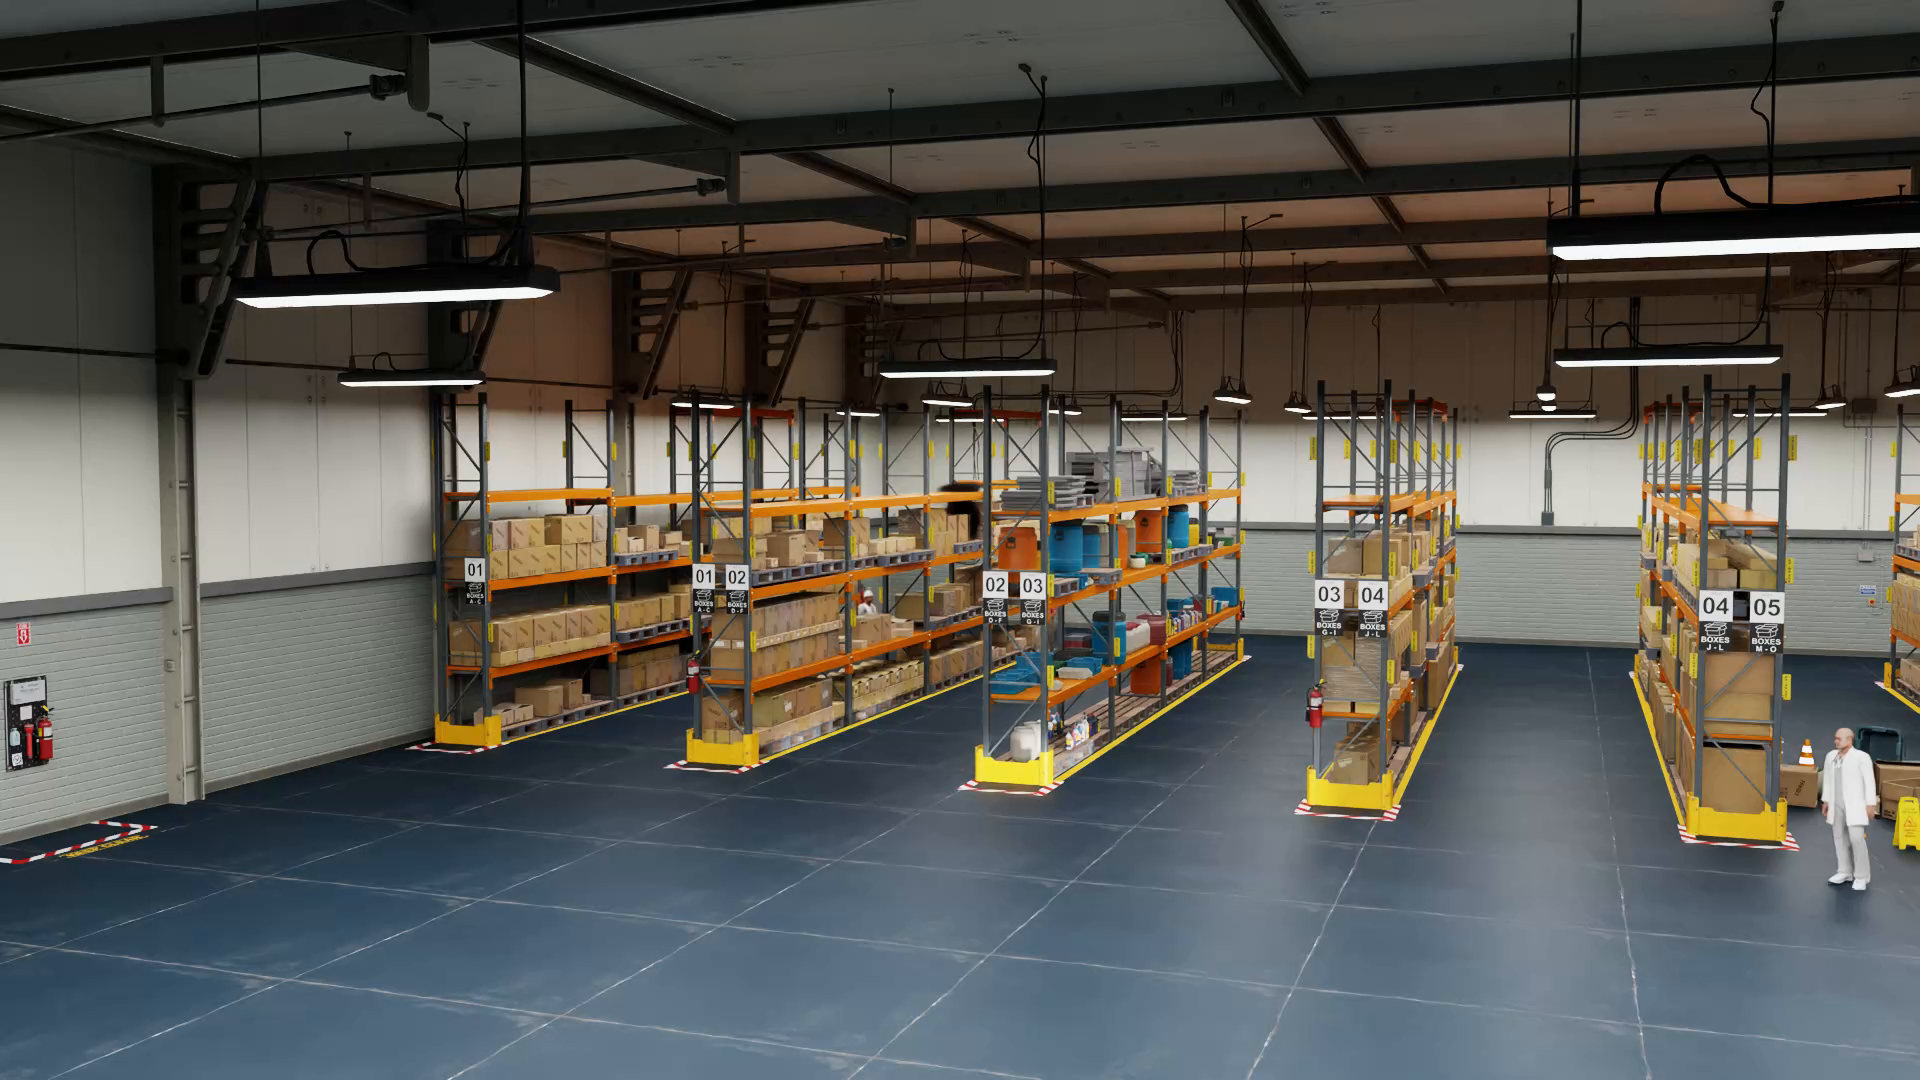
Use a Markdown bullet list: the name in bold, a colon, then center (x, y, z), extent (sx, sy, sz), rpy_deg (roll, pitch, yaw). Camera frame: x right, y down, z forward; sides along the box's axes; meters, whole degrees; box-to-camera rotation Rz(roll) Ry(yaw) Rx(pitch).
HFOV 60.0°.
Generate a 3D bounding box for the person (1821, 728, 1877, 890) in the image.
- **person**: center (10.246, 3.101, 19.256), extent (0.402, 1.834, 0.635), rpy_deg (-1, 3, -26)

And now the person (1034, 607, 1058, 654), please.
- **person**: center (1.997, 1.962, 38.731), extent (0.586, 1.713, 0.976), rpy_deg (1, 3, 20)

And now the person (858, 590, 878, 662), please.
- **person**: center (-2.010, 2.021, 36.638), extent (0.388, 1.820, 0.615), rpy_deg (2, 4, 35)
